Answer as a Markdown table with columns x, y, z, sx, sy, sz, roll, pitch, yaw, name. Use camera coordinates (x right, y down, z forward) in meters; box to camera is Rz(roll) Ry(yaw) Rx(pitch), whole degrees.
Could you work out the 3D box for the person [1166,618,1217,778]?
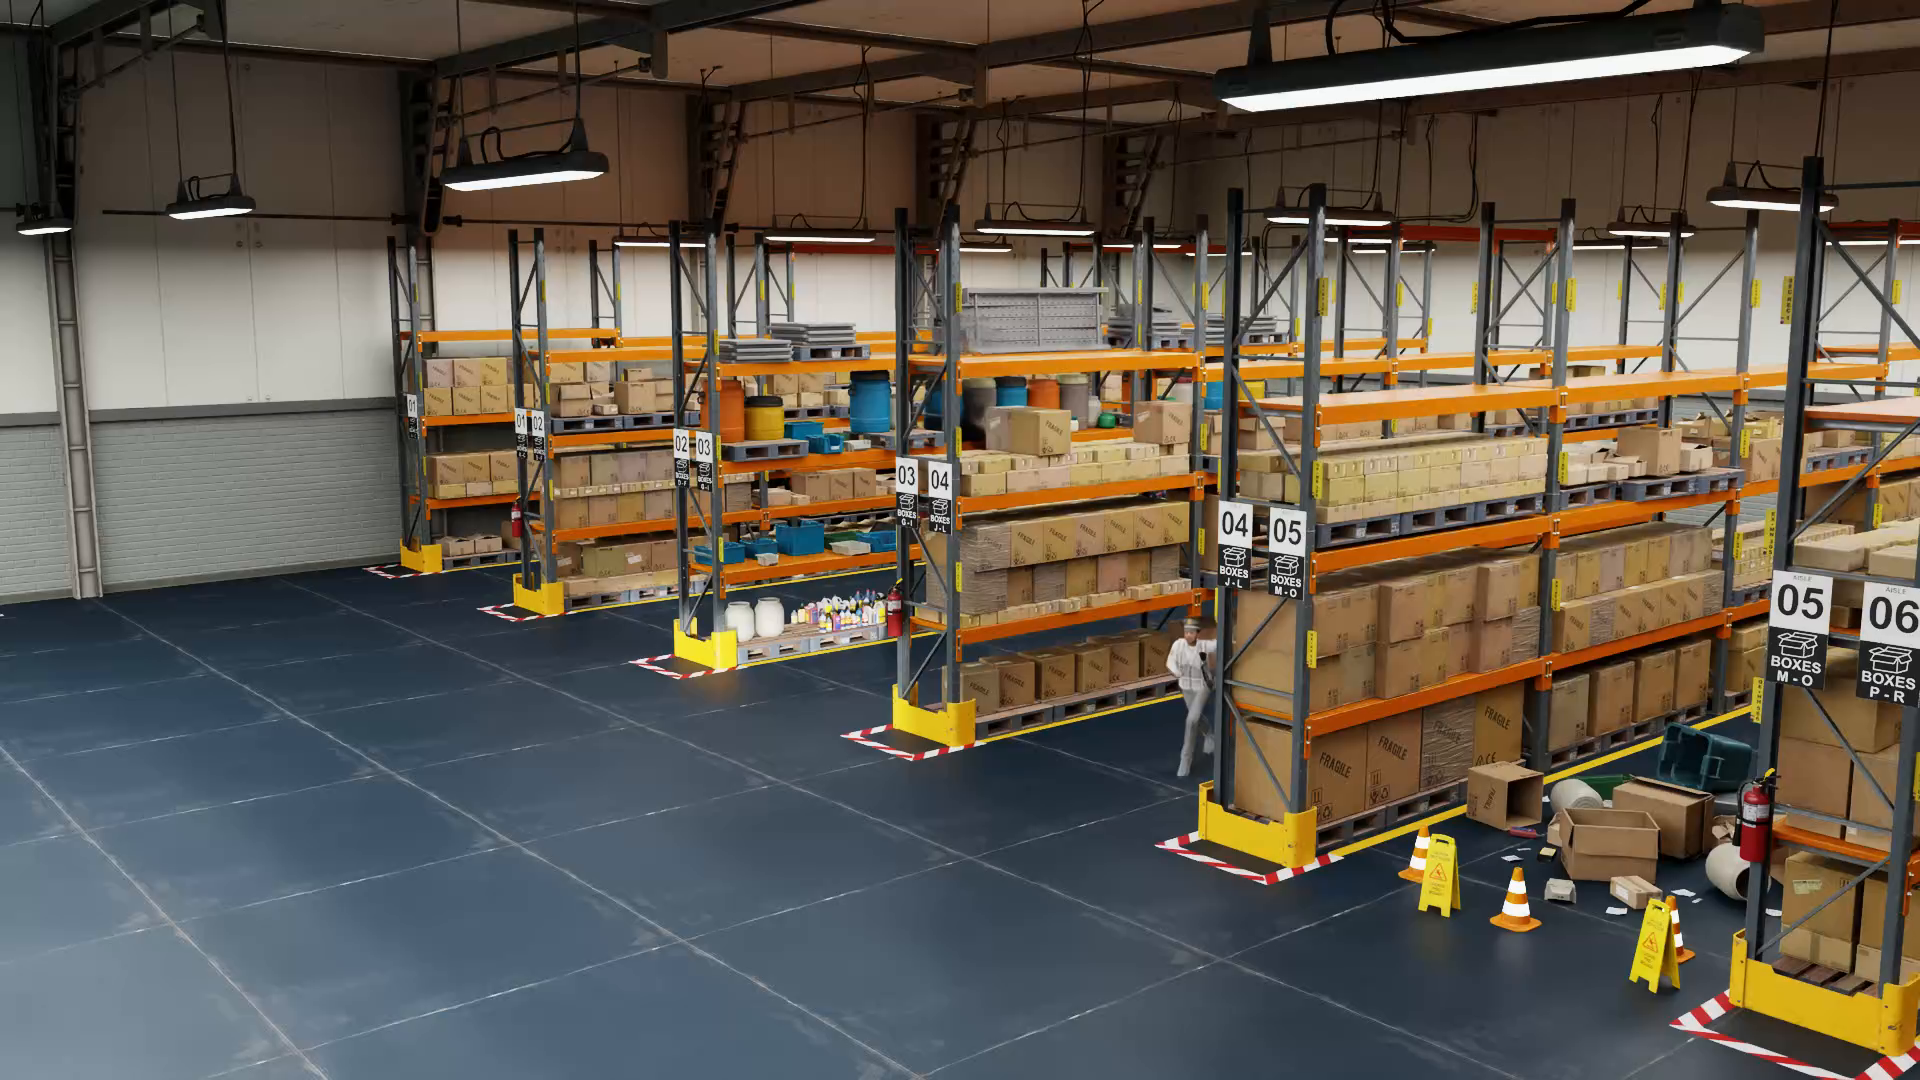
| x | y | z | sx | sy | sz | roll | pitch | yaw | name |
| --- | --- | --- | --- | --- | --- | --- | --- | --- | --- |
| 2.557 | 1.625 | 17.868 | 0.612 | 1.691 | 0.992 | 6 | 10 | 33 | person |
